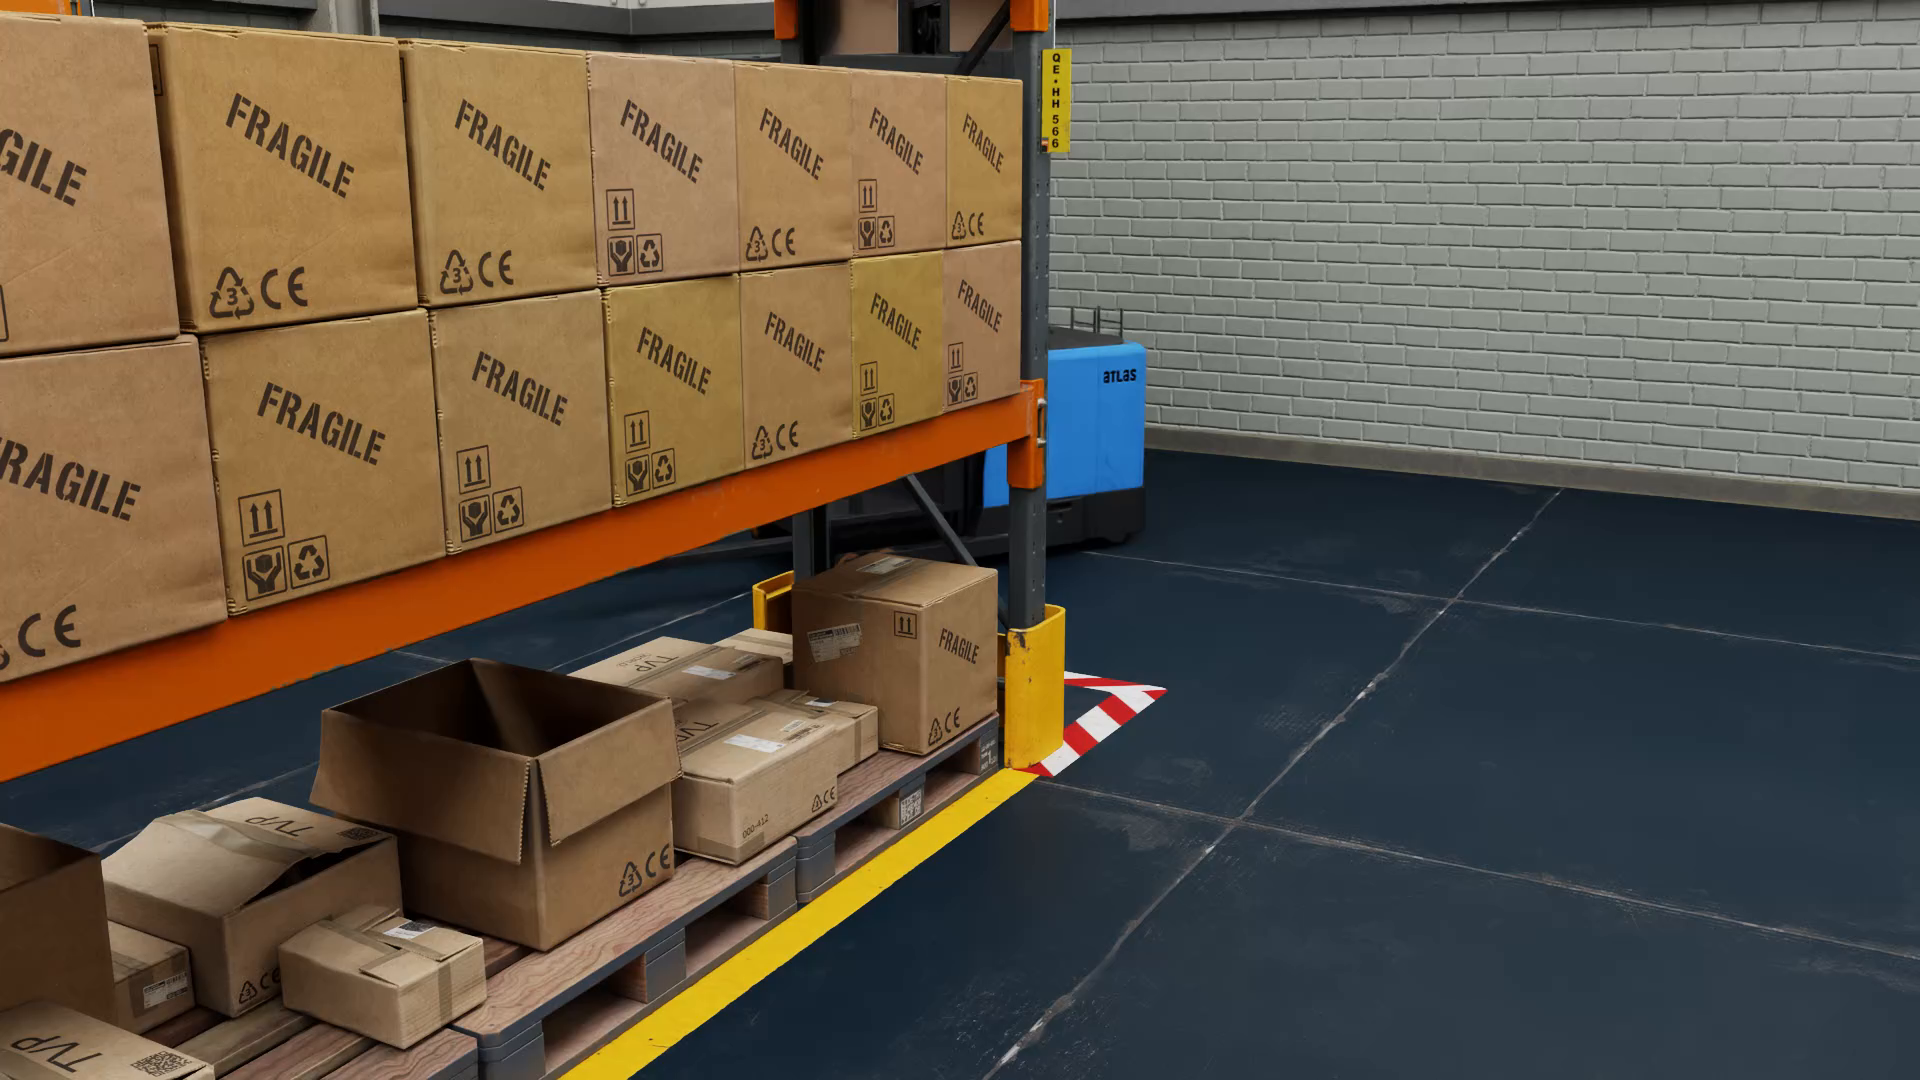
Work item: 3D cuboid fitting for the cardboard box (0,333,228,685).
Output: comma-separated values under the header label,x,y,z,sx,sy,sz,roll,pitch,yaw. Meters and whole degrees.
label,x,y,z,sx,sy,sz,roll,pitch,yaw
cardboard box,-1.612,-0.080,2.750,0.500,0.500,0.500,8,16,30

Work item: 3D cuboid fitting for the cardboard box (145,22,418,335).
label,x,y,z,sx,sy,sz,roll,pitch,yaw
cardboard box,-1.373,-0.663,3.035,0.500,0.500,0.500,7,15,26

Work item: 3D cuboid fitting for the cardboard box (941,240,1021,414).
label,x,y,z,sx,sy,sz,roll,pitch,yaw
cardboard box,-0.141,-0.704,5.339,0.500,0.500,0.500,8,16,30

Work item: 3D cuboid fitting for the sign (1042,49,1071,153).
label,x,y,z,sx,sy,sz,roll,pitch,yaw
sign,0.313,-1.427,5.410,0.100,0.325,0.005,7,15,28

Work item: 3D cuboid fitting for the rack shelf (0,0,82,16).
label,x,y,z,sx,sy,sz,roll,pitch,yaw
rack shelf,-5.468,-2.037,6.216,1.077,0.370,4.000,7,15,28

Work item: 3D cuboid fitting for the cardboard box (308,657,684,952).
label,x,y,z,sx,sy,sz,roll,pitch,yaw
cardboard box,-1.193,0.656,4.298,0.797,0.503,0.637,7,15,28

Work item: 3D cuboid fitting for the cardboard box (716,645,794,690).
label,x,y,z,sx,sy,sz,roll,pitch,yaw
cardboard box,-0.787,0.484,5.733,0.380,0.166,0.250,7,15,28

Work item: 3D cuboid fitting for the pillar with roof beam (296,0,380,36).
label,x,y,z,sx,sy,sz,roll,pitch,yaw
pillar with roof beam,-0.184,-4.419,8.163,9.100,9.000,0.400,7,15,28

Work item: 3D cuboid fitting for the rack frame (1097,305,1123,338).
label,x,y,z,sx,sy,sz,roll,pitch,yaw
rack frame,0.846,-0.730,9.503,0.006,1.200,0.240,-8,16,-30

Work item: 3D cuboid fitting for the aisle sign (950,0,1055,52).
label,x,y,z,sx,sy,sz,roll,pitch,yaw
aisle sign,0.138,-2.021,5.470,0.394,0.787,0.004,7,15,28

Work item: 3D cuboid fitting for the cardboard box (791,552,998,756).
label,x,y,z,sx,sy,sz,roll,pitch,yaw
cardboard box,-0.210,0.363,5.523,0.500,0.500,0.500,7,15,28

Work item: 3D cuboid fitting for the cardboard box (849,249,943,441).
label,x,y,z,sx,sy,sz,roll,pitch,yaw
cardboard box,-0.389,-0.597,4.896,0.500,0.500,0.500,8,15,29

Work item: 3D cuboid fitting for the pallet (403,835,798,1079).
label,x,y,z,sx,sy,sz,roll,pitch,yaw
pallet,-1.175,1.006,4.409,1.003,0.211,1.213,7,15,28

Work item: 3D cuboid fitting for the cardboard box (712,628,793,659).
label,x,y,z,sx,sy,sz,roll,pitch,yaw
cardboard box,-0.666,0.441,5.948,0.380,0.149,0.250,7,15,28

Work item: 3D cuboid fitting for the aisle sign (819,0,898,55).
label,x,y,z,sx,sy,sz,roll,pitch,yaw
aisle sign,-0.387,-2.089,5.752,0.394,0.787,0.004,7,15,28

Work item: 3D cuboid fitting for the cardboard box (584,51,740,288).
label,x,y,z,sx,sy,sz,roll,pitch,yaw
cardboard box,-0.876,-0.874,3.912,0.500,0.500,0.500,8,16,30

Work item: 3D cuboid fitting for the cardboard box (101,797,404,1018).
label,x,y,z,sx,sy,sz,roll,pitch,yaw
cardboard box,-1.707,0.833,3.976,0.500,0.311,0.500,7,15,28

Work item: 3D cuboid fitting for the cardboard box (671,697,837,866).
label,x,y,z,sx,sy,sz,roll,pitch,yaw
cardboard box,-0.696,0.676,4.758,0.500,0.250,0.500,7,15,28

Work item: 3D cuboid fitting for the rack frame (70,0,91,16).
label,x,y,z,sx,sy,sz,roll,pitch,yaw
rack frame,-4.501,-1.338,8.185,1.000,3.000,0.127,7,15,28

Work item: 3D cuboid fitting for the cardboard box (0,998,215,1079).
label,x,y,z,sx,sy,sz,roll,pitch,yaw
cardboard box,-1.704,1.074,2.975,0.500,0.311,0.500,7,15,28

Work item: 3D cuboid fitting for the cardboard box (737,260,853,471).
label,x,y,z,sx,sy,sz,roll,pitch,yaw
cardboard box,-0.635,-0.495,4.474,0.500,0.500,0.500,8,15,28

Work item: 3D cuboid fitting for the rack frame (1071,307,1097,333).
label,x,y,z,sx,sy,sz,roll,pitch,yaw
rack frame,0.689,-0.708,9.412,0.006,1.200,0.240,-8,16,-30

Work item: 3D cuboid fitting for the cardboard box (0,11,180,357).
label,x,y,z,sx,sy,sz,roll,pitch,yaw
cardboard box,-1.622,-0.557,2.596,0.500,0.500,0.500,8,16,29

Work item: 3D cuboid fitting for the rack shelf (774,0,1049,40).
label,x,y,z,sx,sy,sz,roll,pitch,yaw
rack shelf,-1.130,-1.476,3.891,1.077,0.370,4.000,7,15,28

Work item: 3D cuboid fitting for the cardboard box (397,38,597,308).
label,x,y,z,sx,sy,sz,roll,pitch,yaw
cardboard box,-1.124,-0.768,3.473,0.500,0.500,0.500,7,15,26

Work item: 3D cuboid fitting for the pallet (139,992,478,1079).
label,x,y,z,sx,sy,sz,roll,pitch,yaw
pallet,-1.764,1.258,3.367,1.003,0.211,1.213,7,15,28

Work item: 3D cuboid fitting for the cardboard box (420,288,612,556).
label,x,y,z,sx,sy,sz,roll,pitch,yaw
cardboard box,-1.123,-0.287,3.612,0.500,0.500,0.500,7,15,28

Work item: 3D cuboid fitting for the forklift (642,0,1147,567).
label,x,y,z,sx,sy,sz,roll,pitch,yaw
forklift,-0.530,-1.333,8.311,3.031,2.935,1.130,-8,16,-30

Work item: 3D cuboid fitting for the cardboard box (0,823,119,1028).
label,x,y,z,sx,sy,sz,roll,pitch,yaw
cardboard box,-2.069,0.895,3.316,0.500,0.500,0.500,7,15,28

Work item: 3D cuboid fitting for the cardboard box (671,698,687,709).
label,x,y,z,sx,sy,sz,roll,pitch,yaw
cardboard box,-1.157,0.629,4.950,0.500,0.250,0.500,7,15,28

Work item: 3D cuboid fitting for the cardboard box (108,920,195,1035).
label,x,y,z,sx,sy,sz,roll,pitch,yaw
cardboard box,-1.941,0.982,3.704,0.380,0.149,0.250,7,15,28

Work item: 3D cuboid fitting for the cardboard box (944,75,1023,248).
label,x,y,z,sx,sy,sz,roll,pitch,yaw
cardboard box,-0.137,-1.190,5.223,0.500,0.500,0.500,7,15,28

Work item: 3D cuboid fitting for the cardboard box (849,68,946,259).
label,x,y,z,sx,sy,sz,roll,pitch,yaw
cardboard box,-0.381,-1.086,4.793,0.500,0.500,0.500,8,16,30

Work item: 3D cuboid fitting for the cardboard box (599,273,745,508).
label,x,y,z,sx,sy,sz,roll,pitch,yaw
cardboard box,-0.879,-0.392,4.045,0.500,0.500,0.500,7,15,27

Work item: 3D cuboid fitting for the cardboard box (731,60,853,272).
label,x,y,z,sx,sy,sz,roll,pitch,yaw
cardboard box,-0.627,-0.979,4.350,0.500,0.500,0.500,8,16,30

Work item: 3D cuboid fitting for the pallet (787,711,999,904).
label,x,y,z,sx,sy,sz,roll,pitch,yaw
pallet,-0.584,0.757,5.443,1.003,0.211,1.213,7,15,28

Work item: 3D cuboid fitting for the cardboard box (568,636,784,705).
label,x,y,z,sx,sy,sz,roll,pitch,yaw
cardboard box,-0.916,0.527,5.376,0.500,0.250,0.500,7,15,28

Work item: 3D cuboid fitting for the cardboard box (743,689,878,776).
label,x,y,z,sx,sy,sz,roll,pitch,yaw
cardboard box,-0.485,0.598,5.260,0.380,0.166,0.250,7,15,28

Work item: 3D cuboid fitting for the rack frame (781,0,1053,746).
label,x,y,z,sx,sy,sz,roll,pitch,yaw
rack frame,-0.163,-0.778,5.860,1.000,3.000,0.127,7,15,28

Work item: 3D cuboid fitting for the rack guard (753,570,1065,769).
label,x,y,z,sx,sy,sz,roll,pitch,yaw
rack guard,-0.200,0.453,6.088,1.175,0.500,0.348,7,15,28

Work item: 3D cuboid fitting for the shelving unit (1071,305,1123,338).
label,x,y,z,sx,sy,sz,roll,pitch,yaw
shelving unit,0.768,-0.719,9.458,0.189,1.200,0.258,-8,16,-30

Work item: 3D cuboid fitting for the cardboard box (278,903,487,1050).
label,x,y,z,sx,sy,sz,roll,pitch,yaw
cardboard box,-1.295,0.966,3.733,0.380,0.166,0.250,7,15,28

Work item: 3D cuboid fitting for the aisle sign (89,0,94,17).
label,x,y,z,sx,sy,sz,roll,pitch,yaw
aisle sign,-4.204,-2.583,7.801,0.394,0.787,0.004,7,15,28

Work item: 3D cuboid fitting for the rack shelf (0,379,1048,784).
label,x,y,z,sx,sy,sz,roll,pitch,yaw
rack shelf,-1.130,-0.018,4.242,1.077,0.370,4.000,7,15,28

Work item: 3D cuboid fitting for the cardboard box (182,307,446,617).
label,x,y,z,sx,sy,sz,roll,pitch,yaw
cardboard box,-1.367,-0.185,3.187,0.500,0.500,0.500,8,16,29
